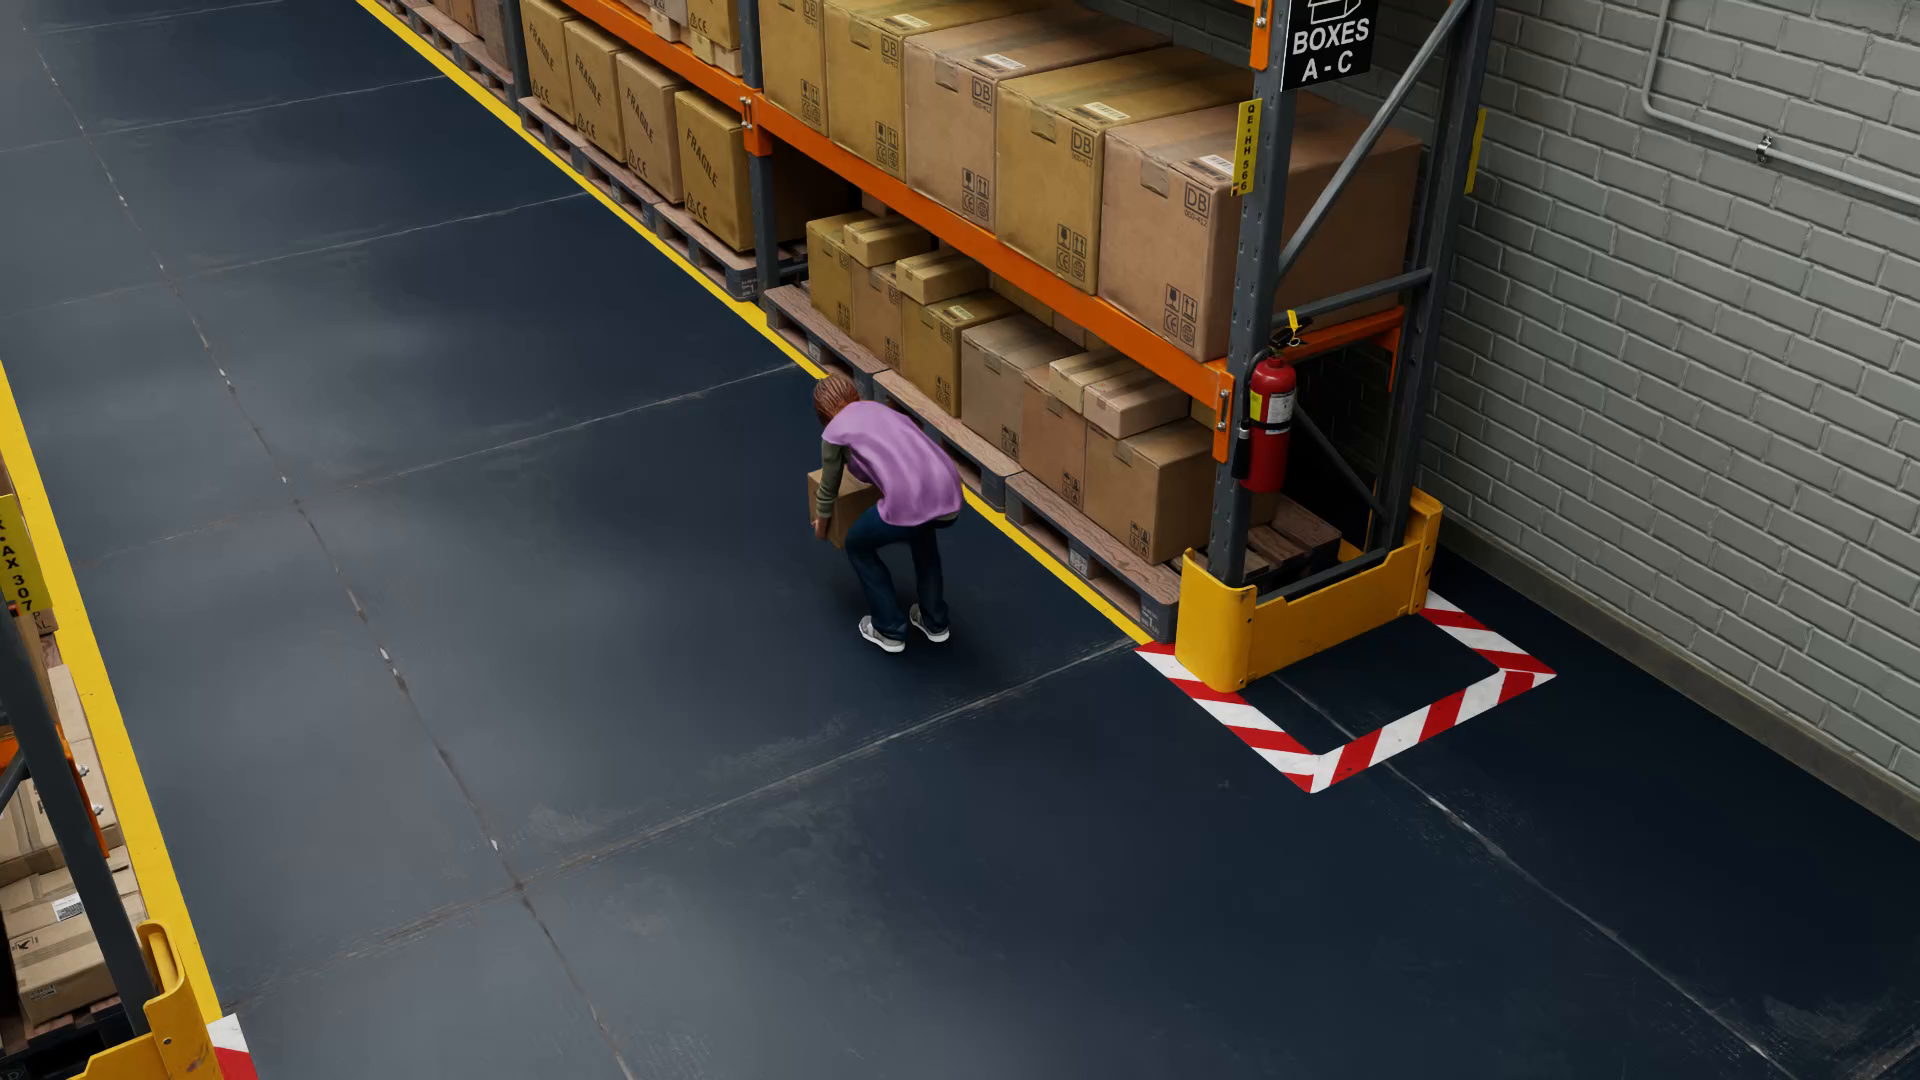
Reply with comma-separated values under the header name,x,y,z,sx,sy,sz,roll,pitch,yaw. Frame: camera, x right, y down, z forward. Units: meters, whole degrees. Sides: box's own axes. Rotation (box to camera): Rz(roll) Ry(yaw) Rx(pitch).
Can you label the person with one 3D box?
name,x,y,z,sx,sy,sz,roll,pitch,yaw
person,-0.323,-0.087,6.814,0.376,1.018,0.857,-21,39,-29
